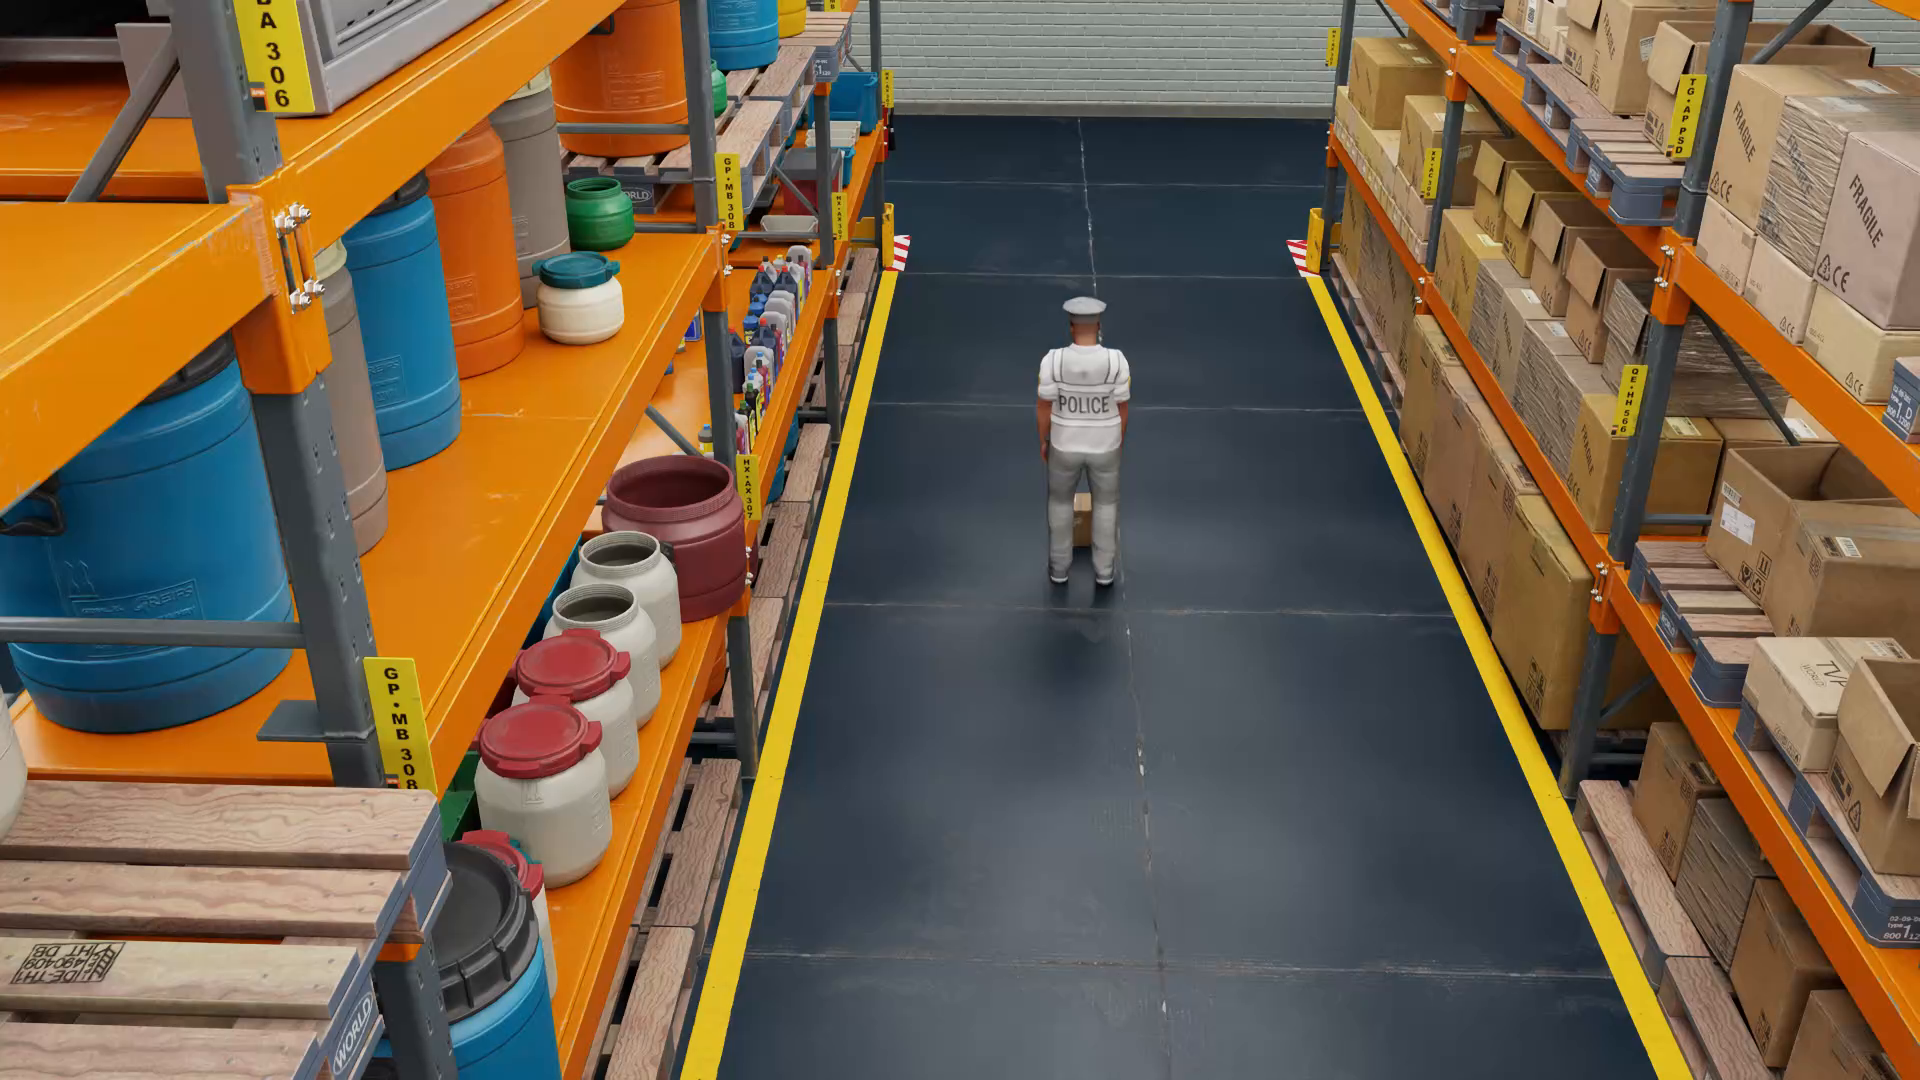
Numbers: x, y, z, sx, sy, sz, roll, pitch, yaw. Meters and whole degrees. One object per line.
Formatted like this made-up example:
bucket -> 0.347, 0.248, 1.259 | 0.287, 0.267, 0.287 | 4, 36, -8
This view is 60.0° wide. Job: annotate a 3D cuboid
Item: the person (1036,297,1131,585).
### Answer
person -> 0.706, -0.558, 9.695 | 0.530, 1.745, 0.391 | 2, 28, 3
